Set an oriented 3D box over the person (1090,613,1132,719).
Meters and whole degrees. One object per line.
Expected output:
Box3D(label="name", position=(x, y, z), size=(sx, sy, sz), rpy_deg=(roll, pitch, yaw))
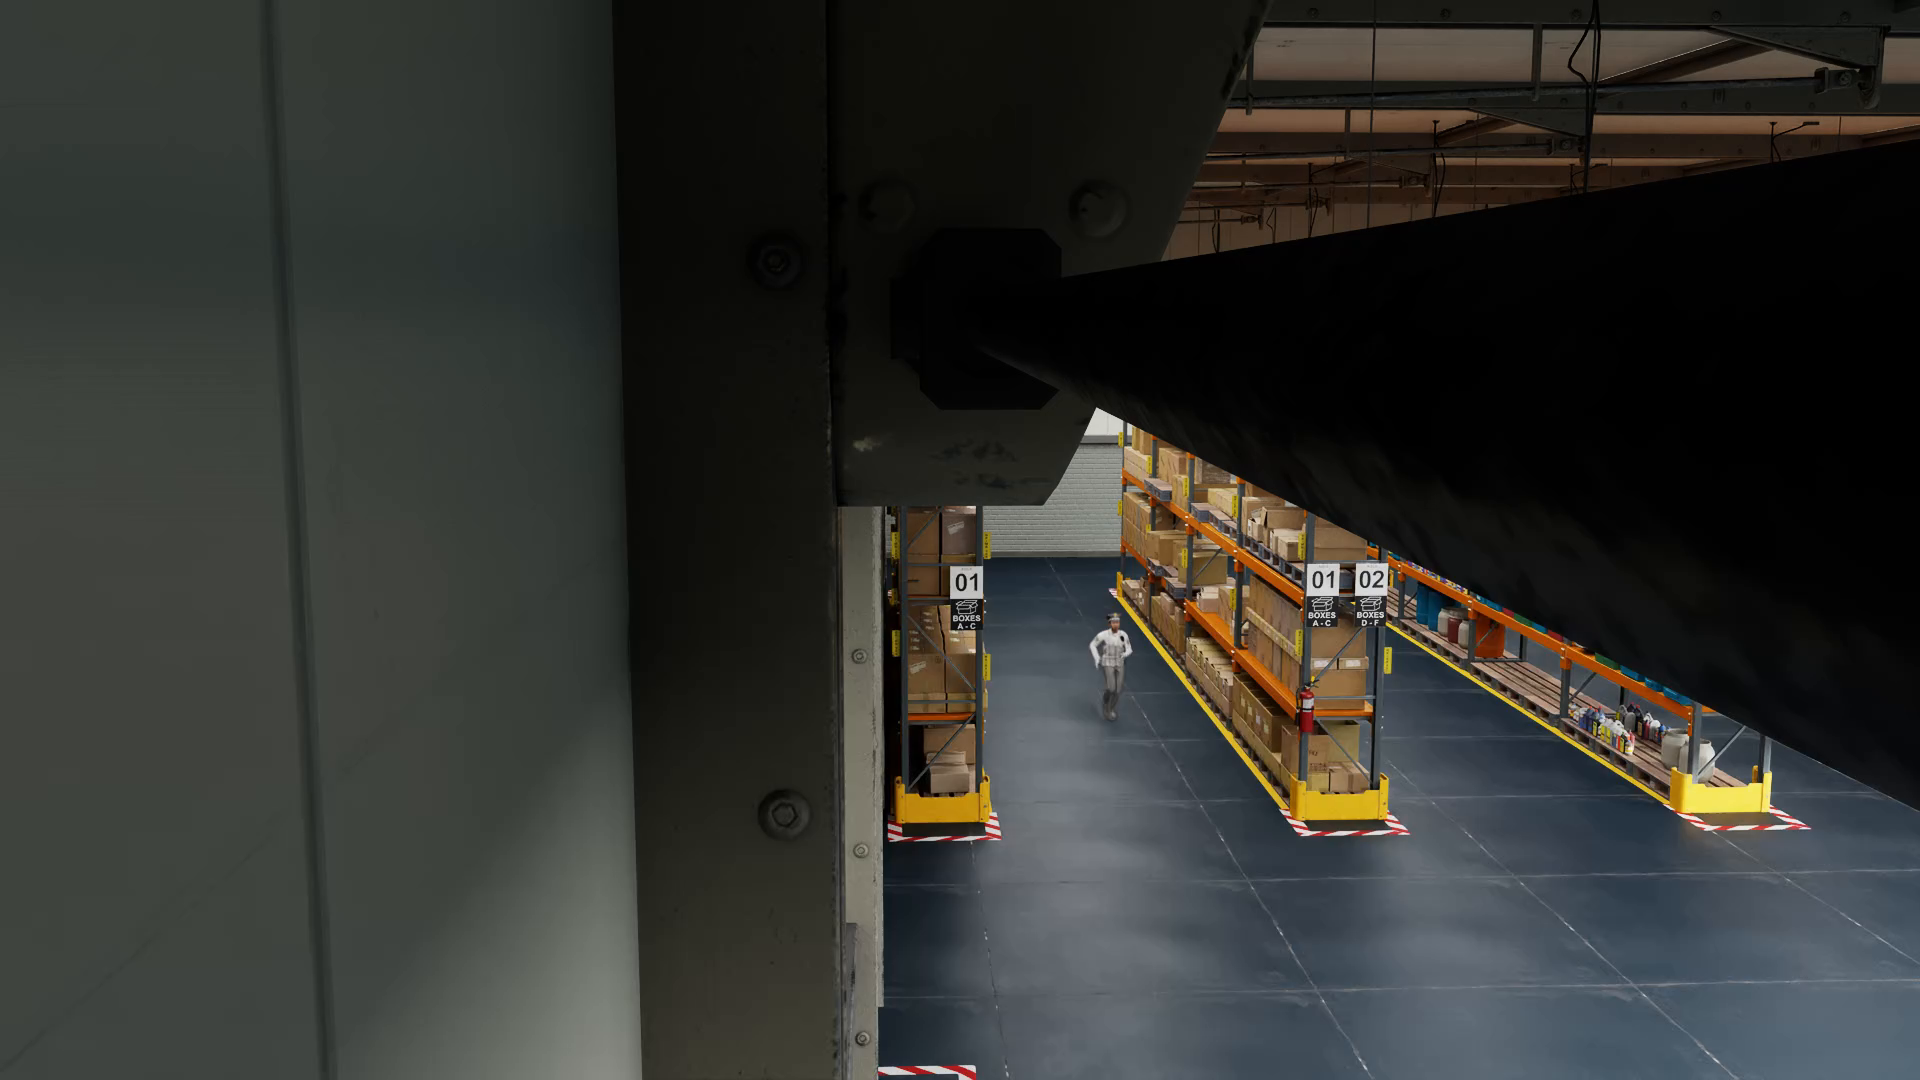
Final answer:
Box3D(label="person", position=(2.345, 1.935, 25.411), size=(0.593, 1.655, 0.624), rpy_deg=(-2, 8, -13))
